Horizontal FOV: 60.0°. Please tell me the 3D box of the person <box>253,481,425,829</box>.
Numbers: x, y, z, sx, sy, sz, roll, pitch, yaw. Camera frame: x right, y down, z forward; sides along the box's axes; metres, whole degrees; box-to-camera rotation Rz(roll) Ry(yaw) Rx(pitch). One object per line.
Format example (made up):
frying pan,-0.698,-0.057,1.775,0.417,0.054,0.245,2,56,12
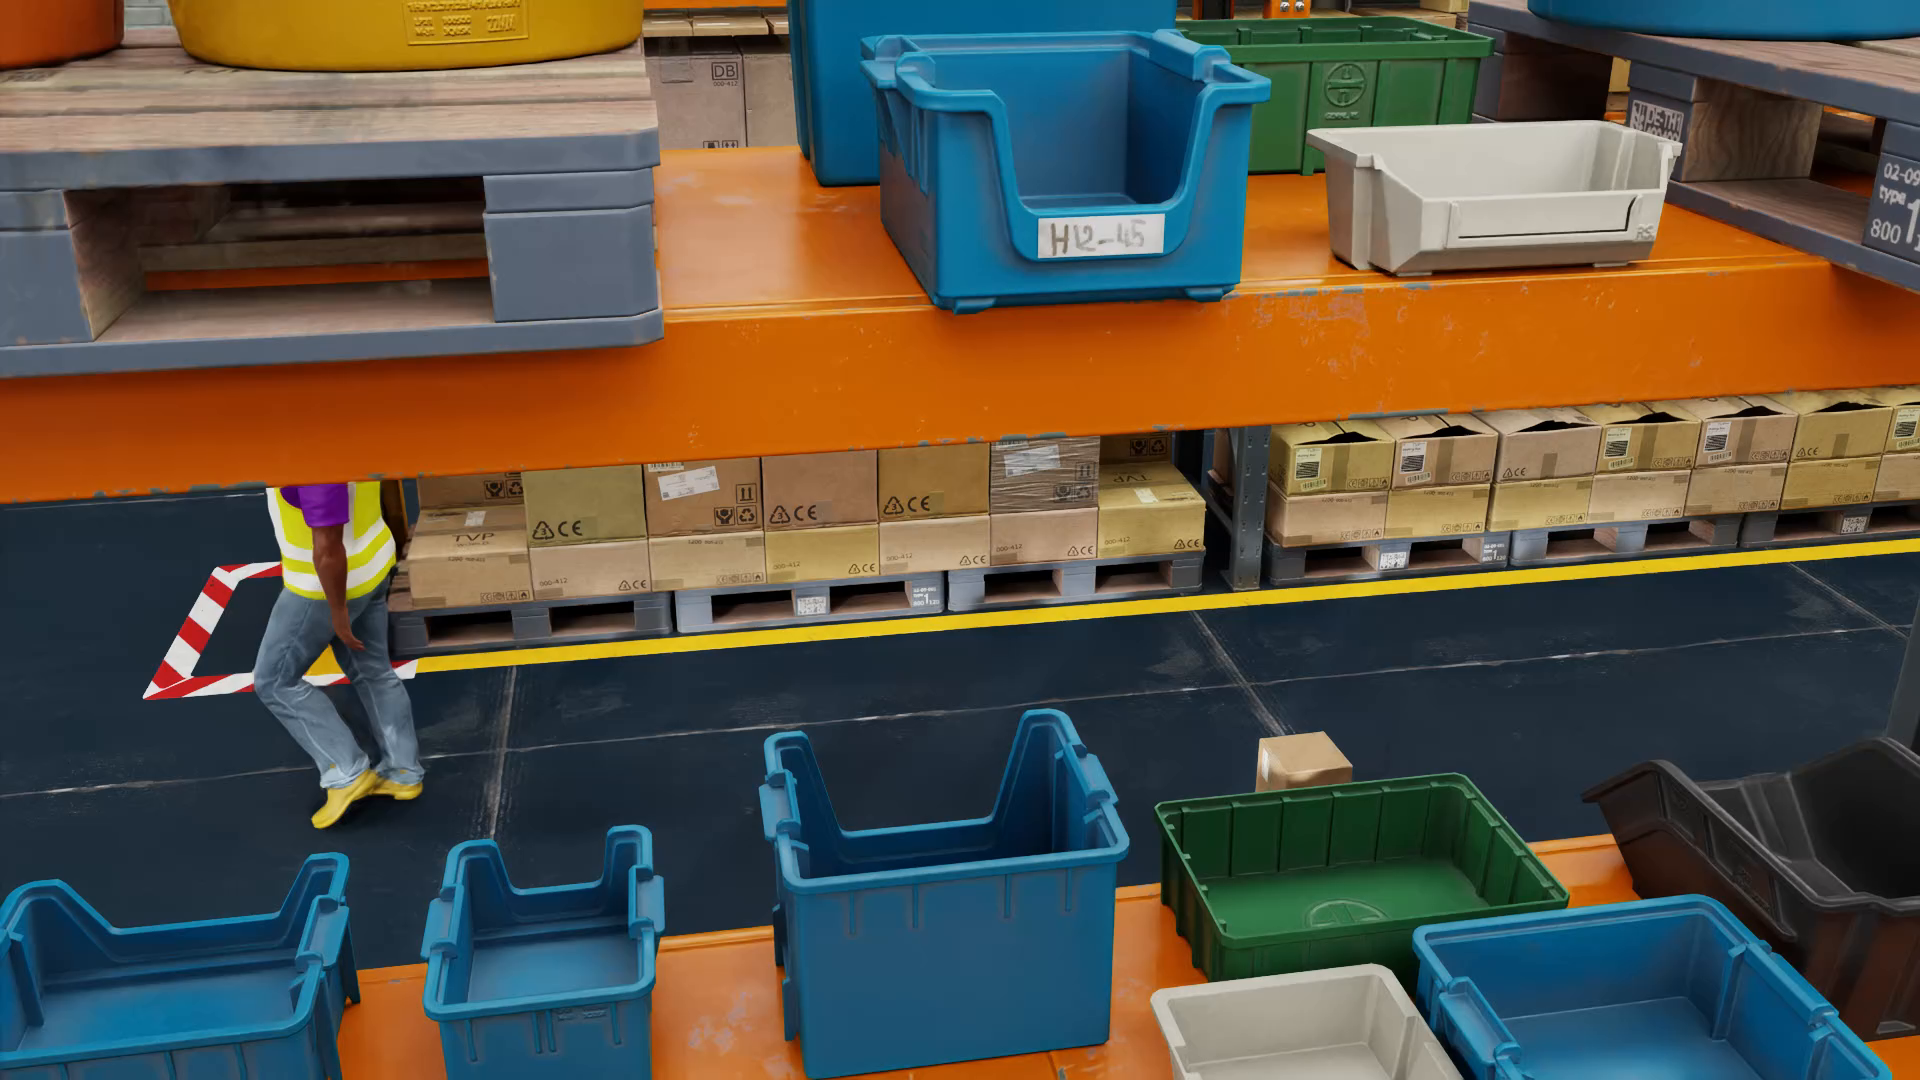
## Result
person,-2.175,0.144,5.720,0.478,1.803,0.569,2,23,5
